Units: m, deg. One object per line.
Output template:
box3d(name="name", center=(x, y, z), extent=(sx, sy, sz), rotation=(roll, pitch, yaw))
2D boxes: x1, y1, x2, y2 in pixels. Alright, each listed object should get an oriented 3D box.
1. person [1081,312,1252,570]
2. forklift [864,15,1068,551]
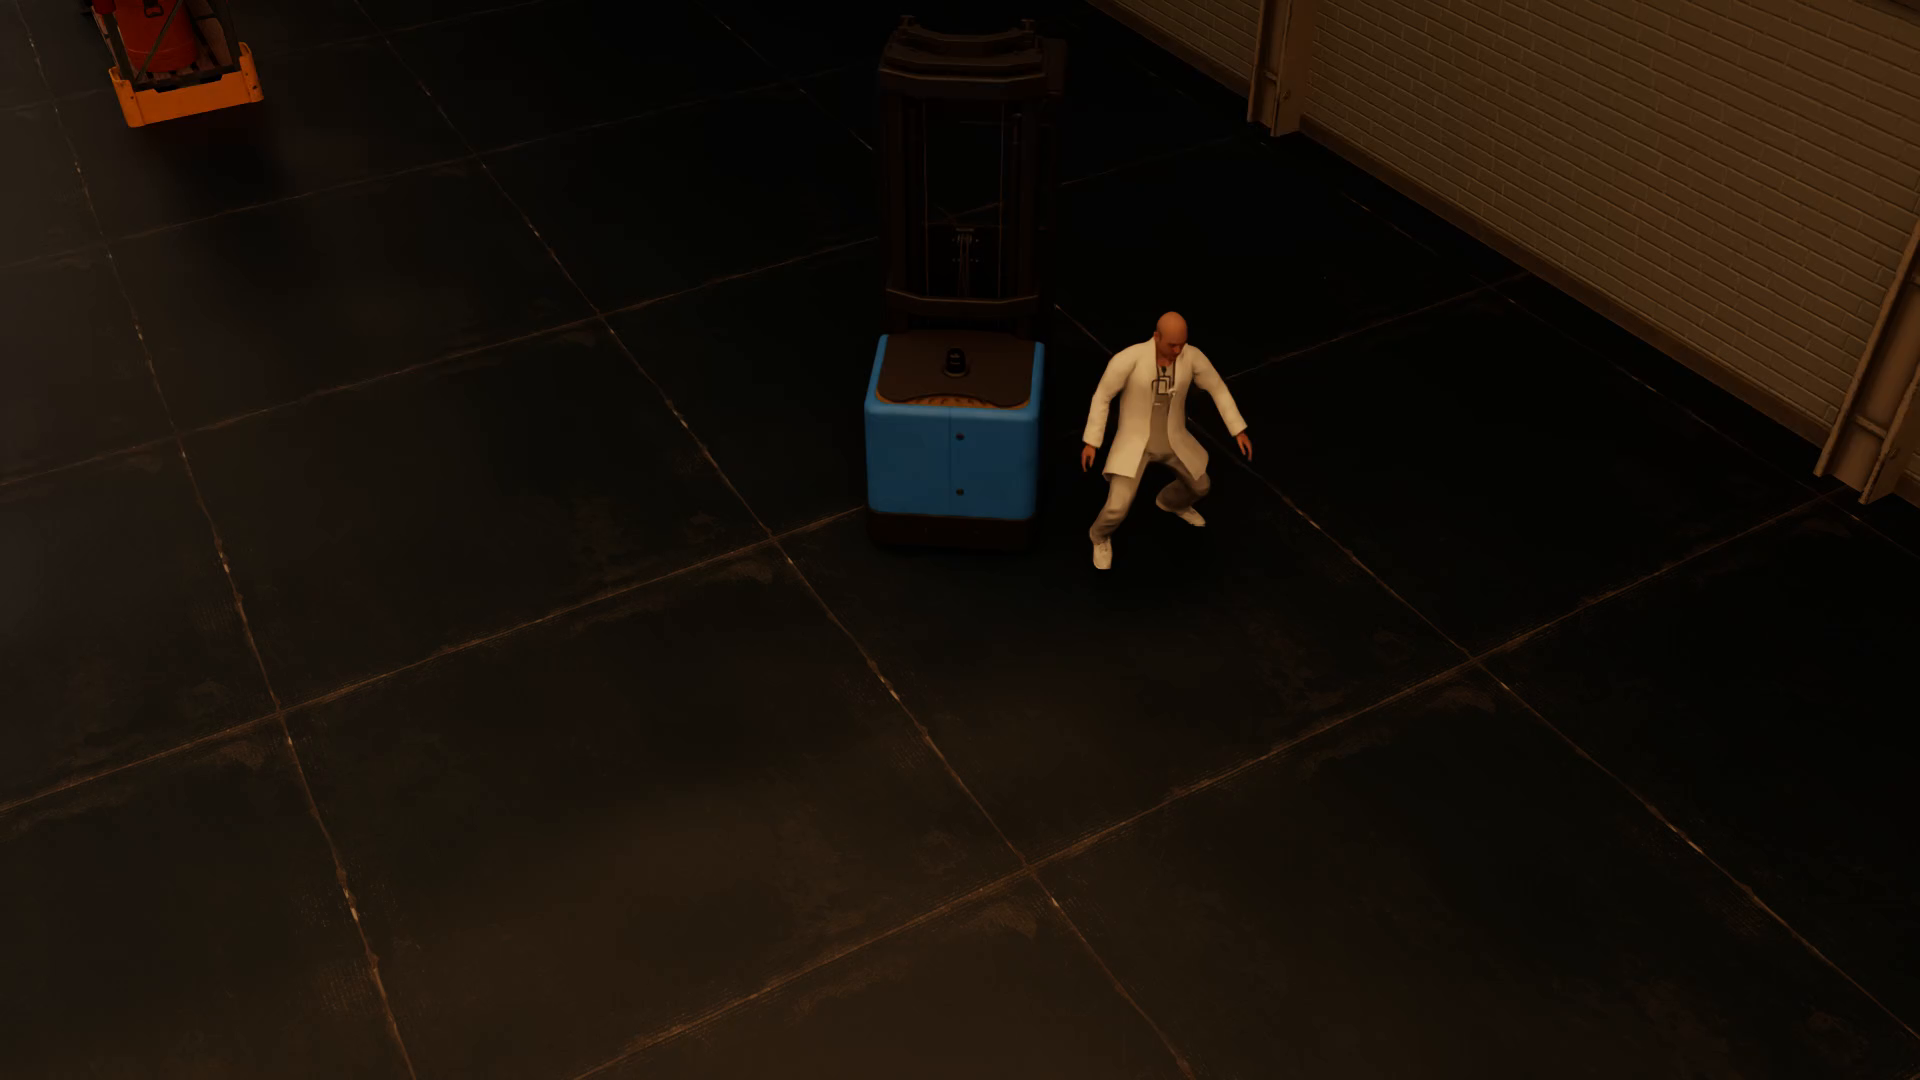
box3d(name="person", center=(1.183, -0.611, 9.827), extent=(1.003, 1.661, 0.714), rotation=(-8, 40, -9))
box3d(name="forklift", center=(0.073, -1.990, 10.435), extent=(1.130, 2.935, 3.031), rotation=(3, 40, 4))
